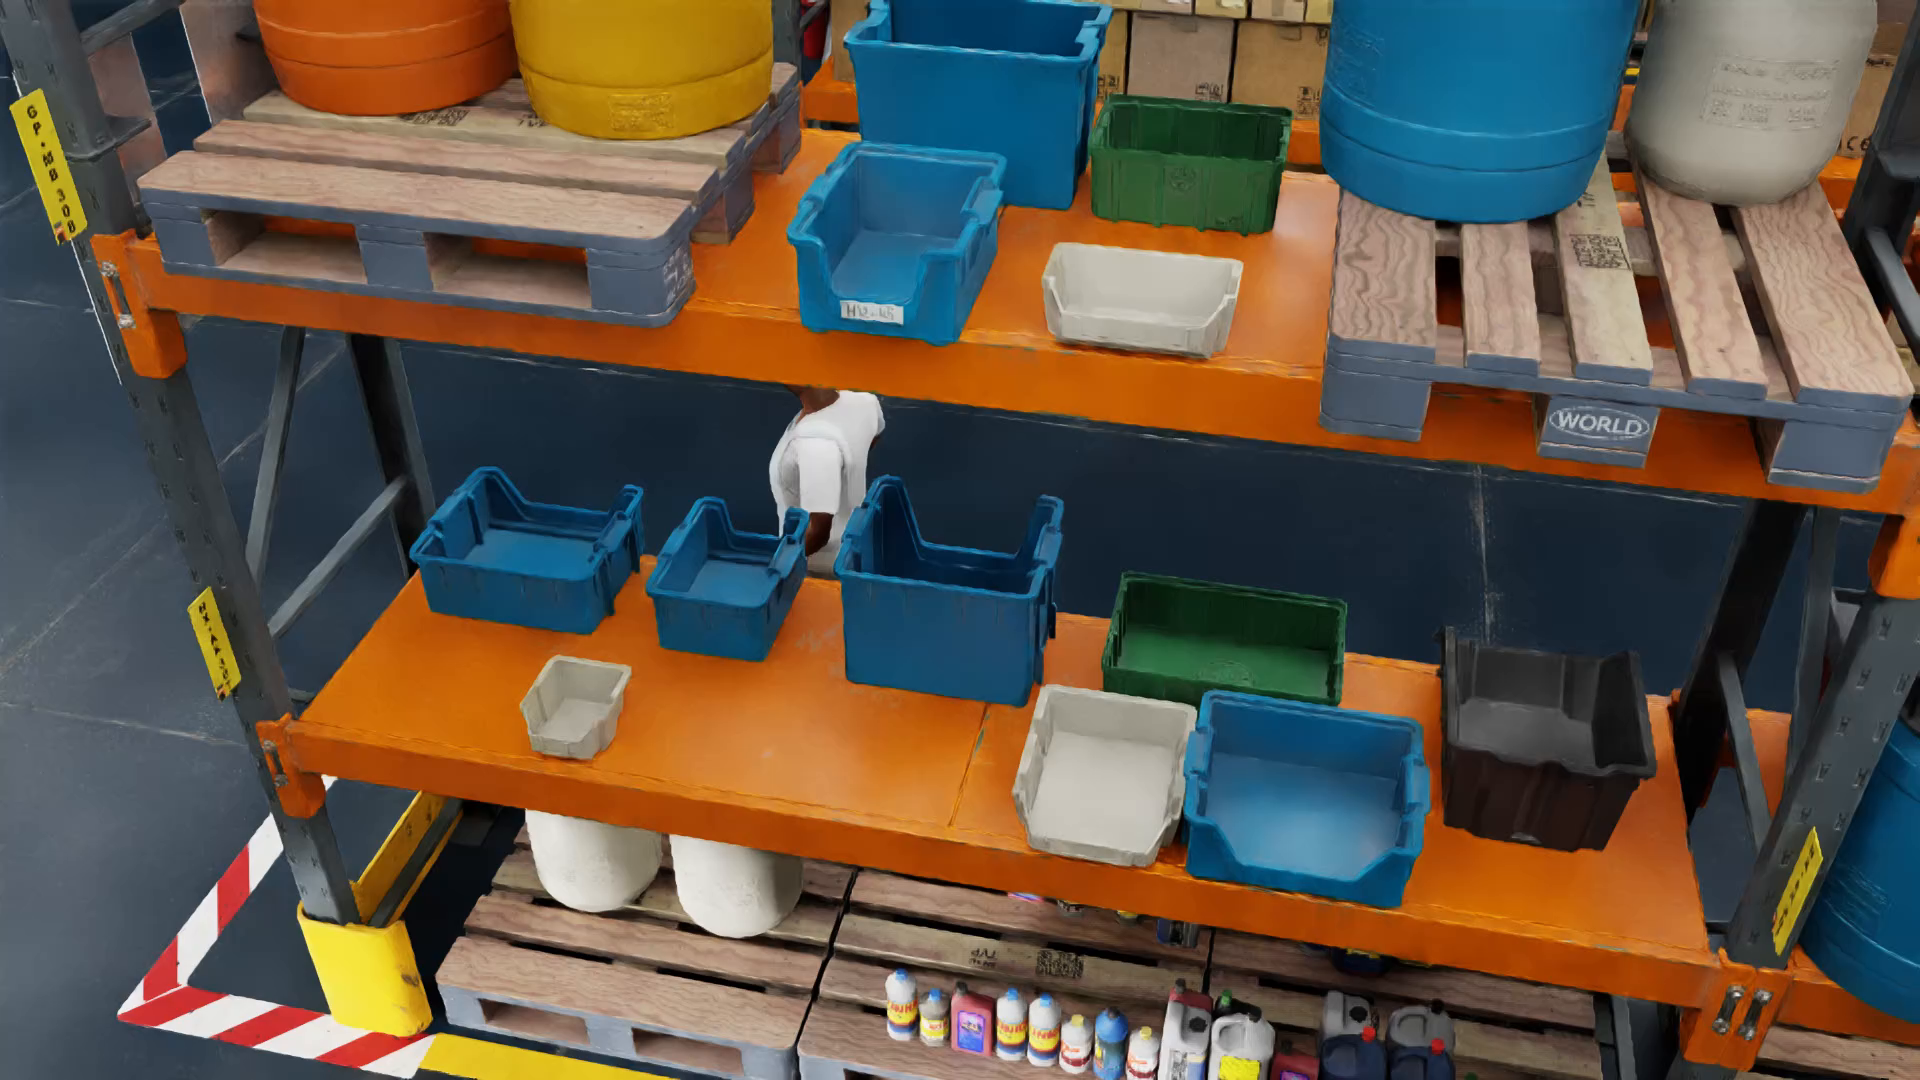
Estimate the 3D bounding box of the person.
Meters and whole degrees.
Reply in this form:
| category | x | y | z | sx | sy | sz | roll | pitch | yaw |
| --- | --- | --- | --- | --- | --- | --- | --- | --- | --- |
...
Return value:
| category | x | y | z | sx | sy | sz | roll | pitch | yaw |
| --- | --- | --- | --- | --- | --- | --- | --- | --- | --- |
| person | -0.541 | -0.008 | 6.167 | 0.501 | 1.733 | 0.798 | 6 | 37 | 8 |
